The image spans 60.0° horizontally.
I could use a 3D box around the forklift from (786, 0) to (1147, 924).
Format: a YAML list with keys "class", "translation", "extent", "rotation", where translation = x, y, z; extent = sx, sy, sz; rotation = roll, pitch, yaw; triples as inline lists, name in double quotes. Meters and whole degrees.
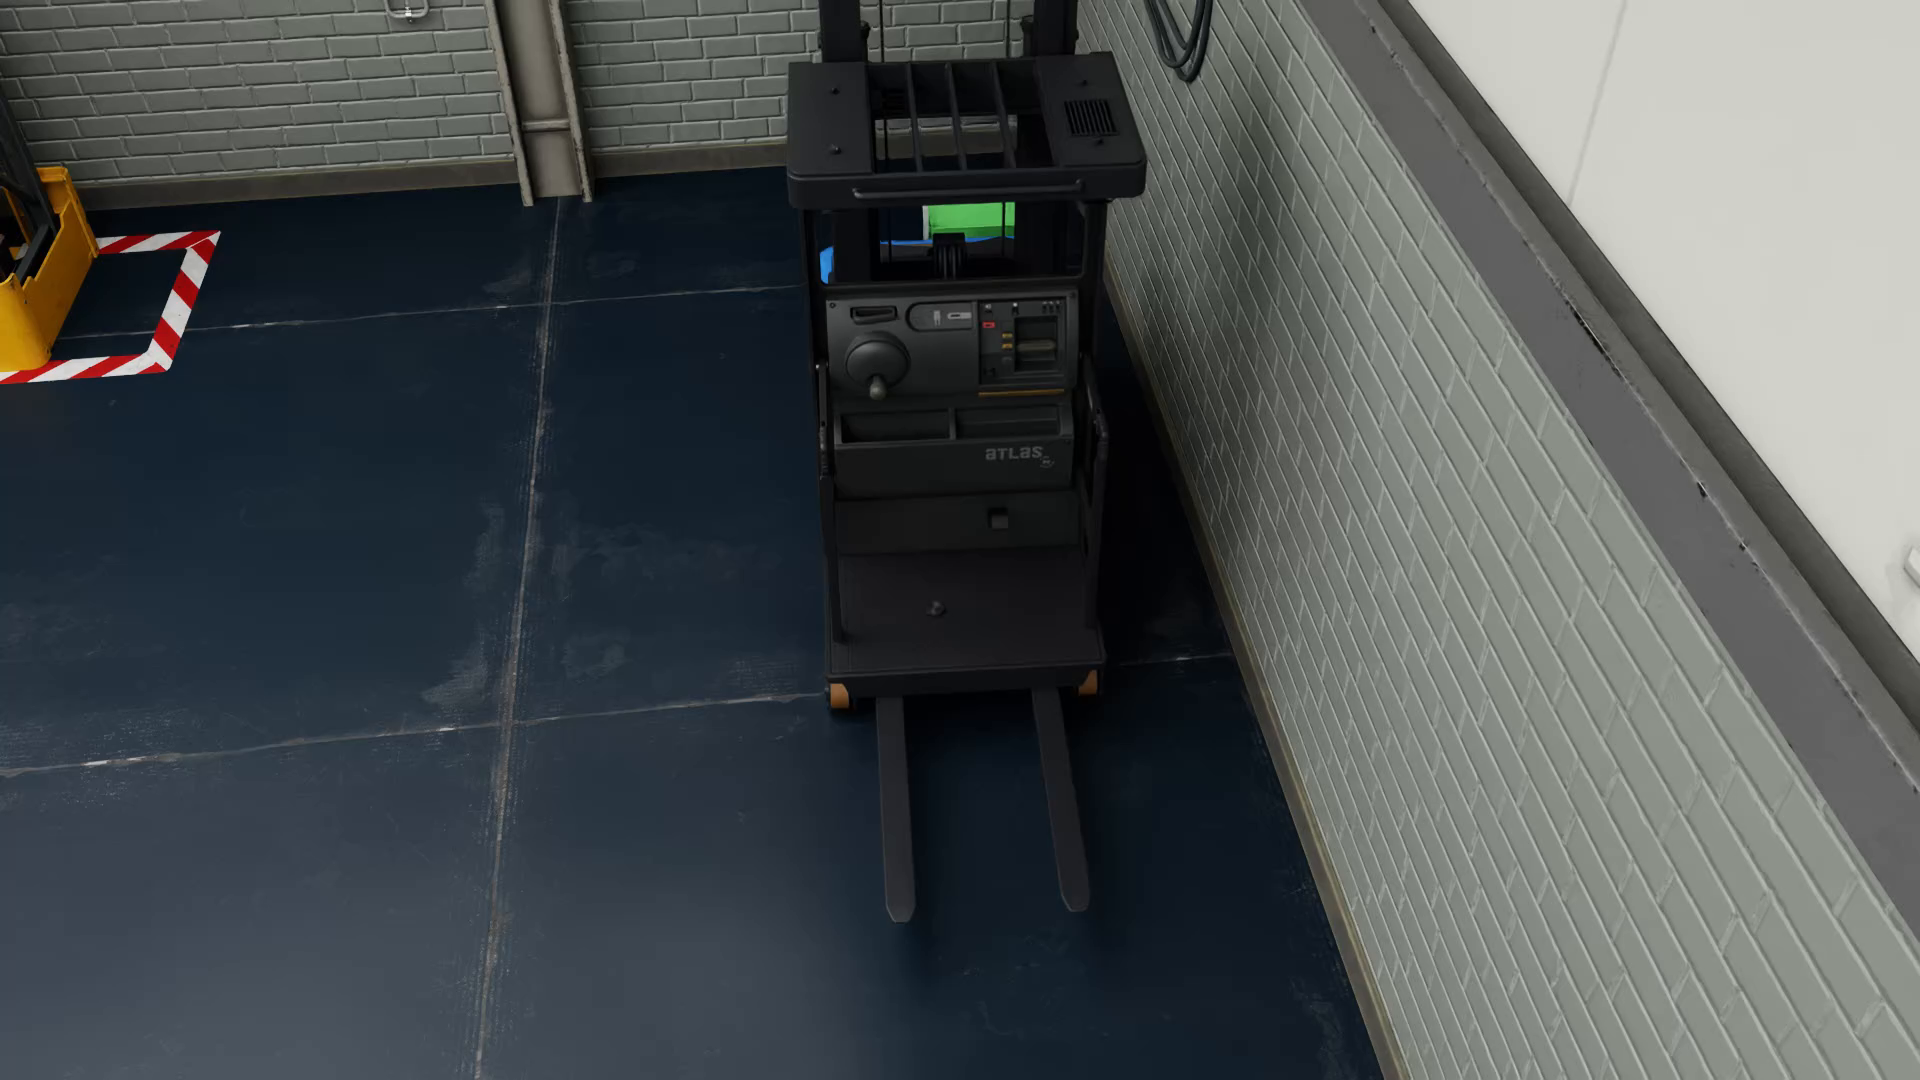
- class: "forklift"
  translation: [-0.006, -0.643, 5.989]
  extent: [1.130, 2.935, 3.031]
  rotation: [-3, 42, -3]

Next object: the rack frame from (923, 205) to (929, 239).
- class: "rack frame"
  translation: [-0.154, -1.109, 7.799]
  extent: [0.015, 1.200, 0.240]
  rotation: [-3, 42, -3]

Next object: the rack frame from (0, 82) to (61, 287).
- class: "rack frame"
  translation: [-4.907, -2.352, 7.833]
  extent: [0.127, 3.000, 1.000]
  rotation: [-5, 42, -6]

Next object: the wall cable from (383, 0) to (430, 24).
- class: "wall cable"
  translation: [-3.760, -3.468, 8.312]
  extent: [1.851, 1.984, 0.084]
  rotation: [-5, 42, -6]

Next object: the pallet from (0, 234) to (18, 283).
- class: "pallet"
  translation: [-5.690, -1.195, 8.632]
  extent: [1.213, 0.211, 1.003]
  rotation: [-5, 42, -6]

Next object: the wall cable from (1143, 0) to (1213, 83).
- class: "wall cable"
  translation: [0.747, -3.680, 7.145]
  extent: [0.112, 2.526, 3.097]
  rotation: [-5, 42, -6]

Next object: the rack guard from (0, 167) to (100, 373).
- class: "rack guard"
  translation: [-4.884, -1.426, 8.672]
  extent: [0.348, 0.500, 1.175]
  rotation: [-5, 42, -6]

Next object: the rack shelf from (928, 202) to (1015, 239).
- class: "rack shelf"
  translation: [0.090, -1.431, 7.534]
  extent: [0.480, 0.148, 0.258]
  rotation: [-3, 42, -3]

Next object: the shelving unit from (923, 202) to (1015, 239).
- class: "shelving unit"
  translation: [0.090, -1.122, 7.813]
  extent: [0.503, 1.200, 0.258]
  rotation: [-3, 42, -3]

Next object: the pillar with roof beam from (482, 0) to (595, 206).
- class: "pillar with roof beam"
  translation: [-1.784, -2.529, 3.551]
  extent: [0.400, 9.000, 9.100]
  rotation: [-5, 42, -6]
